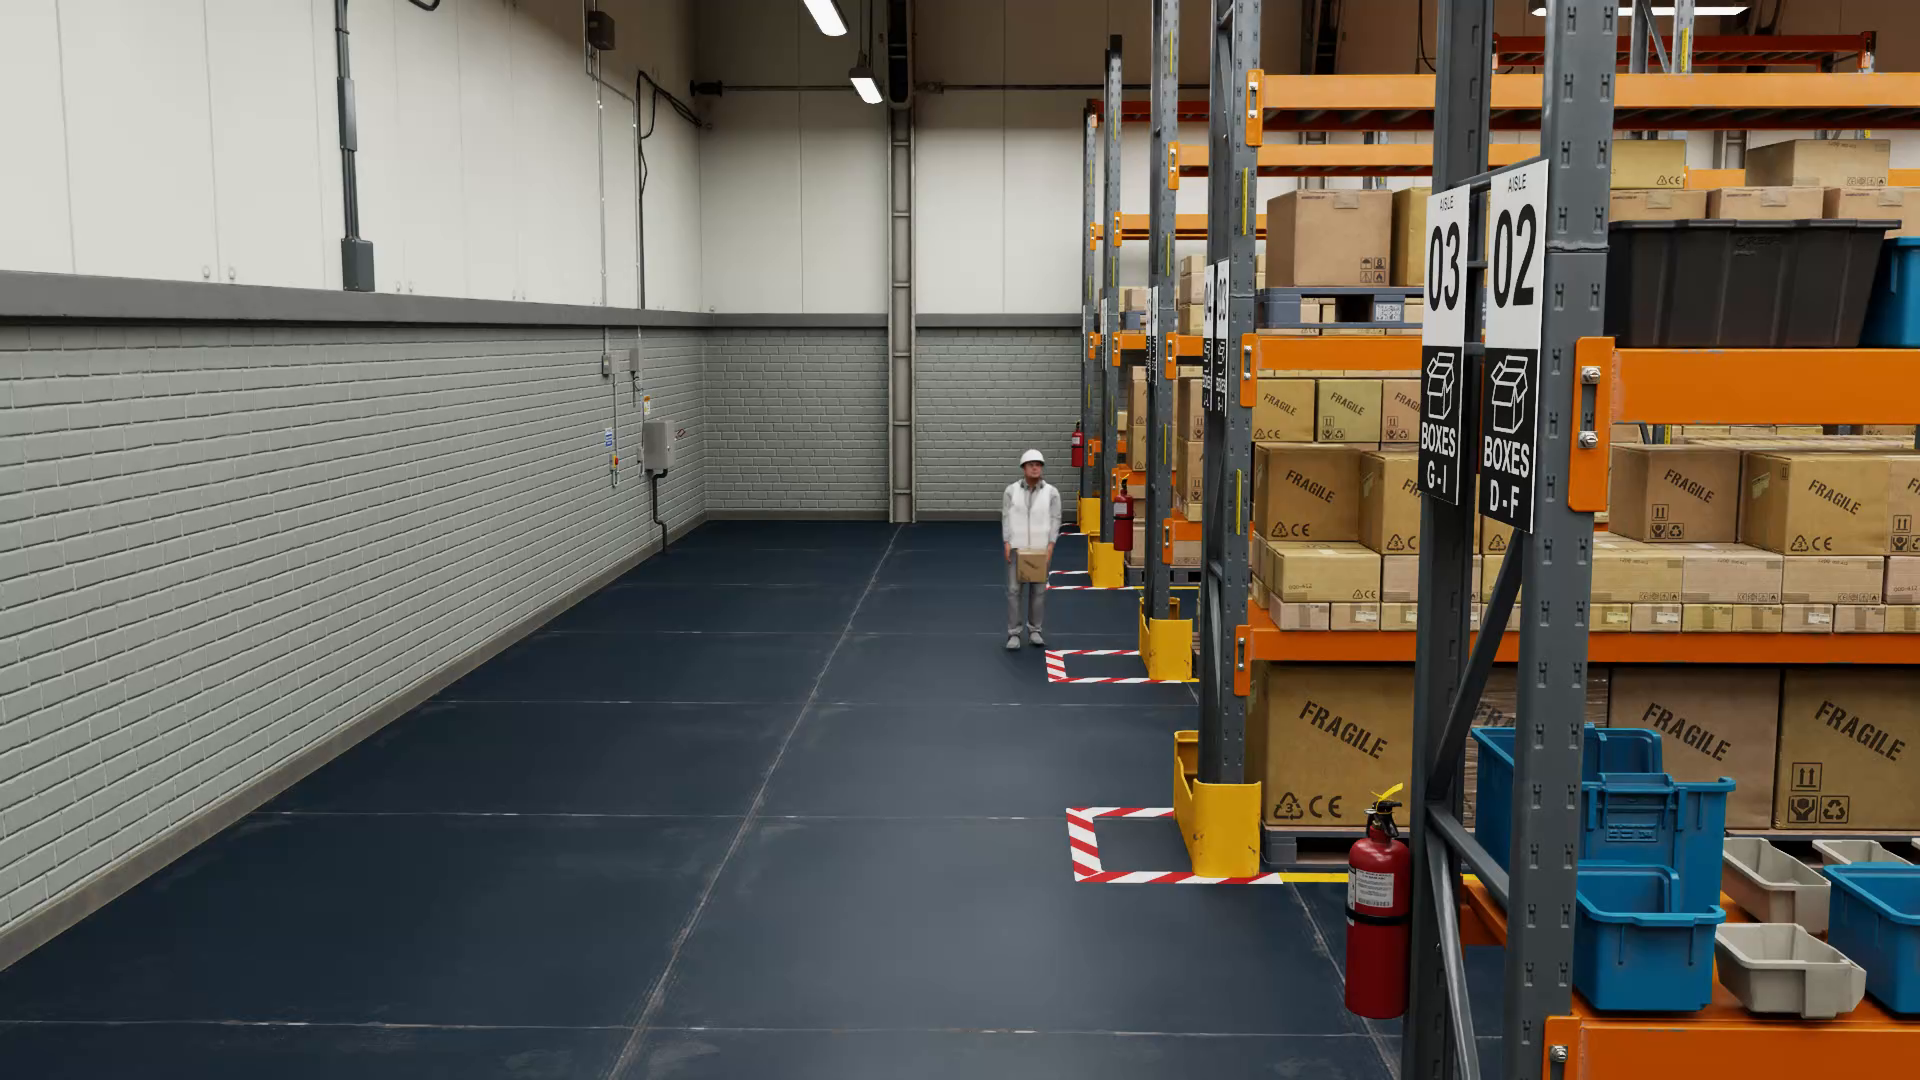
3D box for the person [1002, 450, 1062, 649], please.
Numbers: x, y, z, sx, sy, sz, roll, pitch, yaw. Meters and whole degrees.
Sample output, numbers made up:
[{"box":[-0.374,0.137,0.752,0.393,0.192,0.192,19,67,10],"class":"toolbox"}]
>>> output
[{"box":[0.646,0.080,14.938,0.539,1.768,0.633,0,7,1],"class":"person"}]
